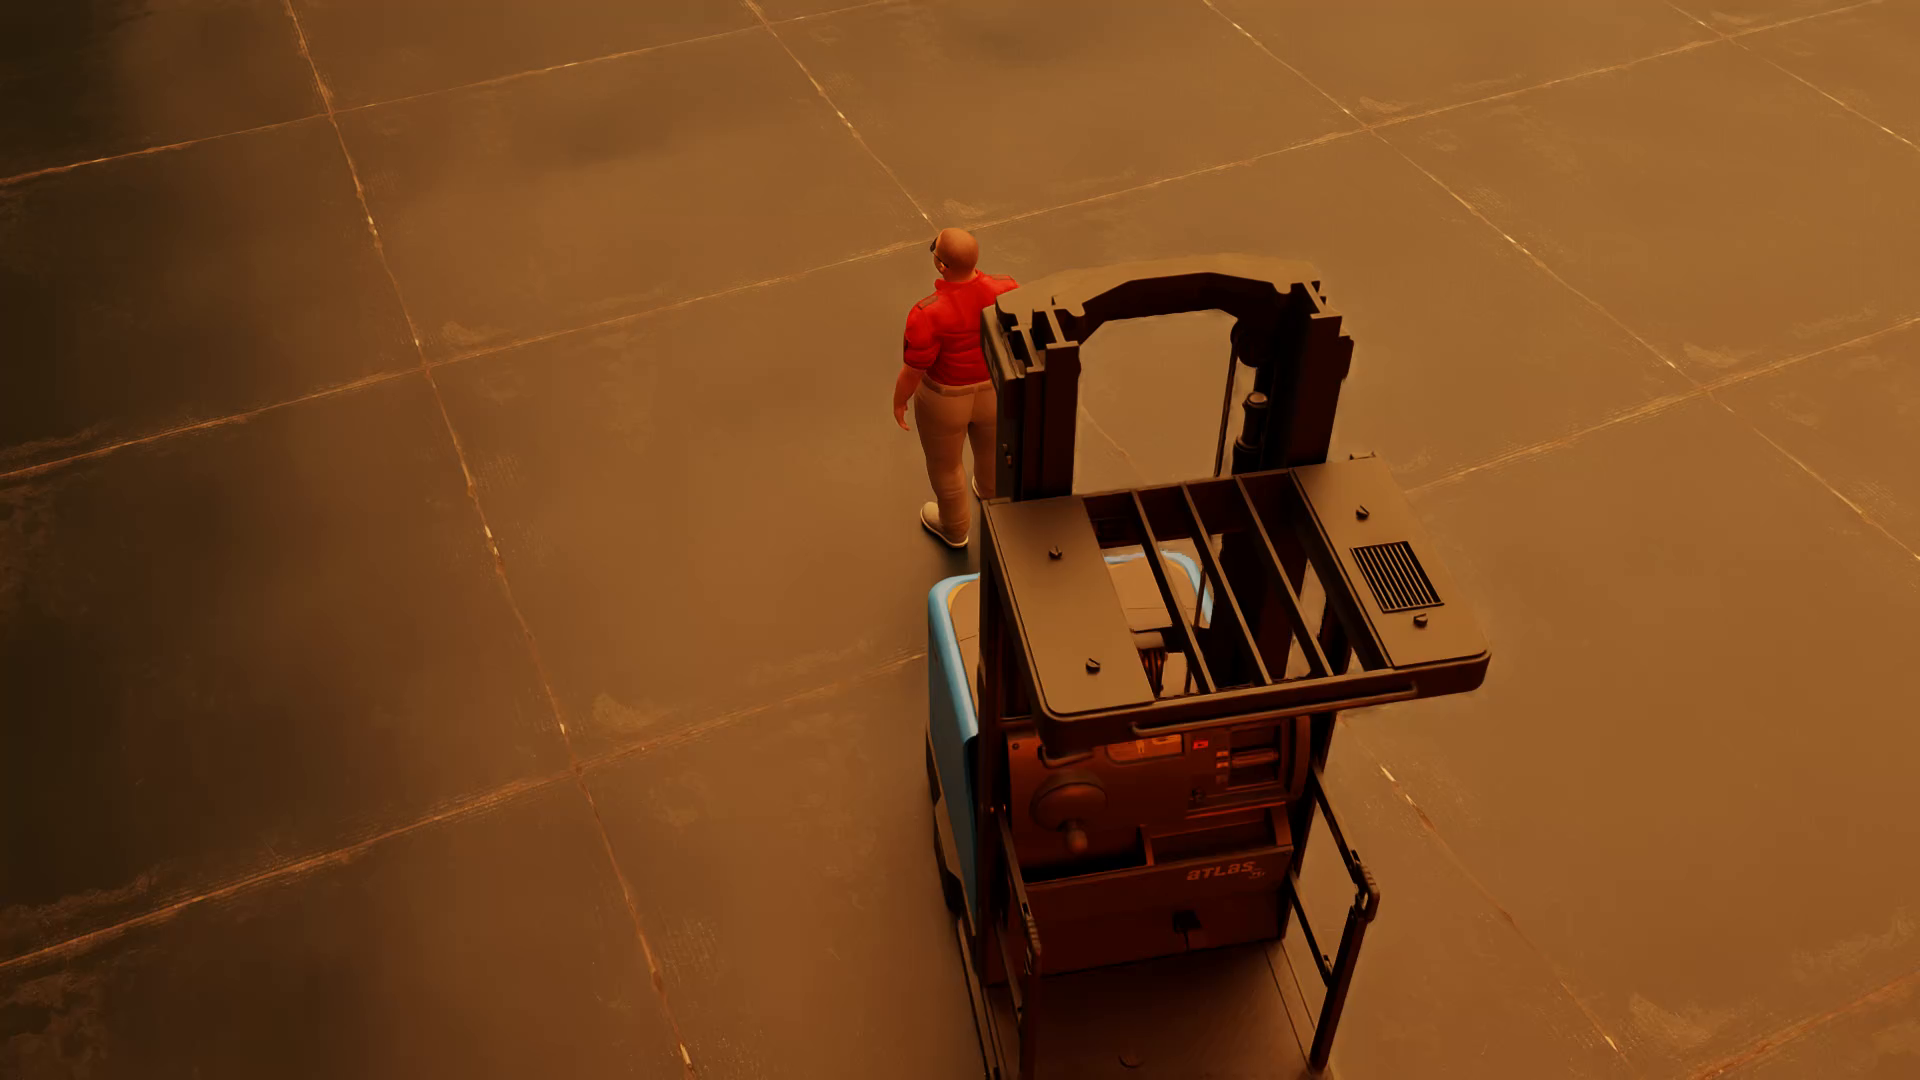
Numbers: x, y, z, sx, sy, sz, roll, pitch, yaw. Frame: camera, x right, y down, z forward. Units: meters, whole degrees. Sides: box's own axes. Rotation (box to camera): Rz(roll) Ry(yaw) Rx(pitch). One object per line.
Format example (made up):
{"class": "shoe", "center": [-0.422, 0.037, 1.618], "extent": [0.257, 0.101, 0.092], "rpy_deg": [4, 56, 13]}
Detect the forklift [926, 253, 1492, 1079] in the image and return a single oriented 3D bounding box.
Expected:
{"class": "forklift", "center": [0.642, 0.785, 4.839], "extent": [1.130, 2.935, 3.031], "rpy_deg": [-7, 44, -8]}

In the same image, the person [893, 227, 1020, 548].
{"class": "person", "center": [-0.027, -0.696, 7.297], "extent": [0.640, 1.727, 0.551], "rpy_deg": [-18, 46, -18]}
